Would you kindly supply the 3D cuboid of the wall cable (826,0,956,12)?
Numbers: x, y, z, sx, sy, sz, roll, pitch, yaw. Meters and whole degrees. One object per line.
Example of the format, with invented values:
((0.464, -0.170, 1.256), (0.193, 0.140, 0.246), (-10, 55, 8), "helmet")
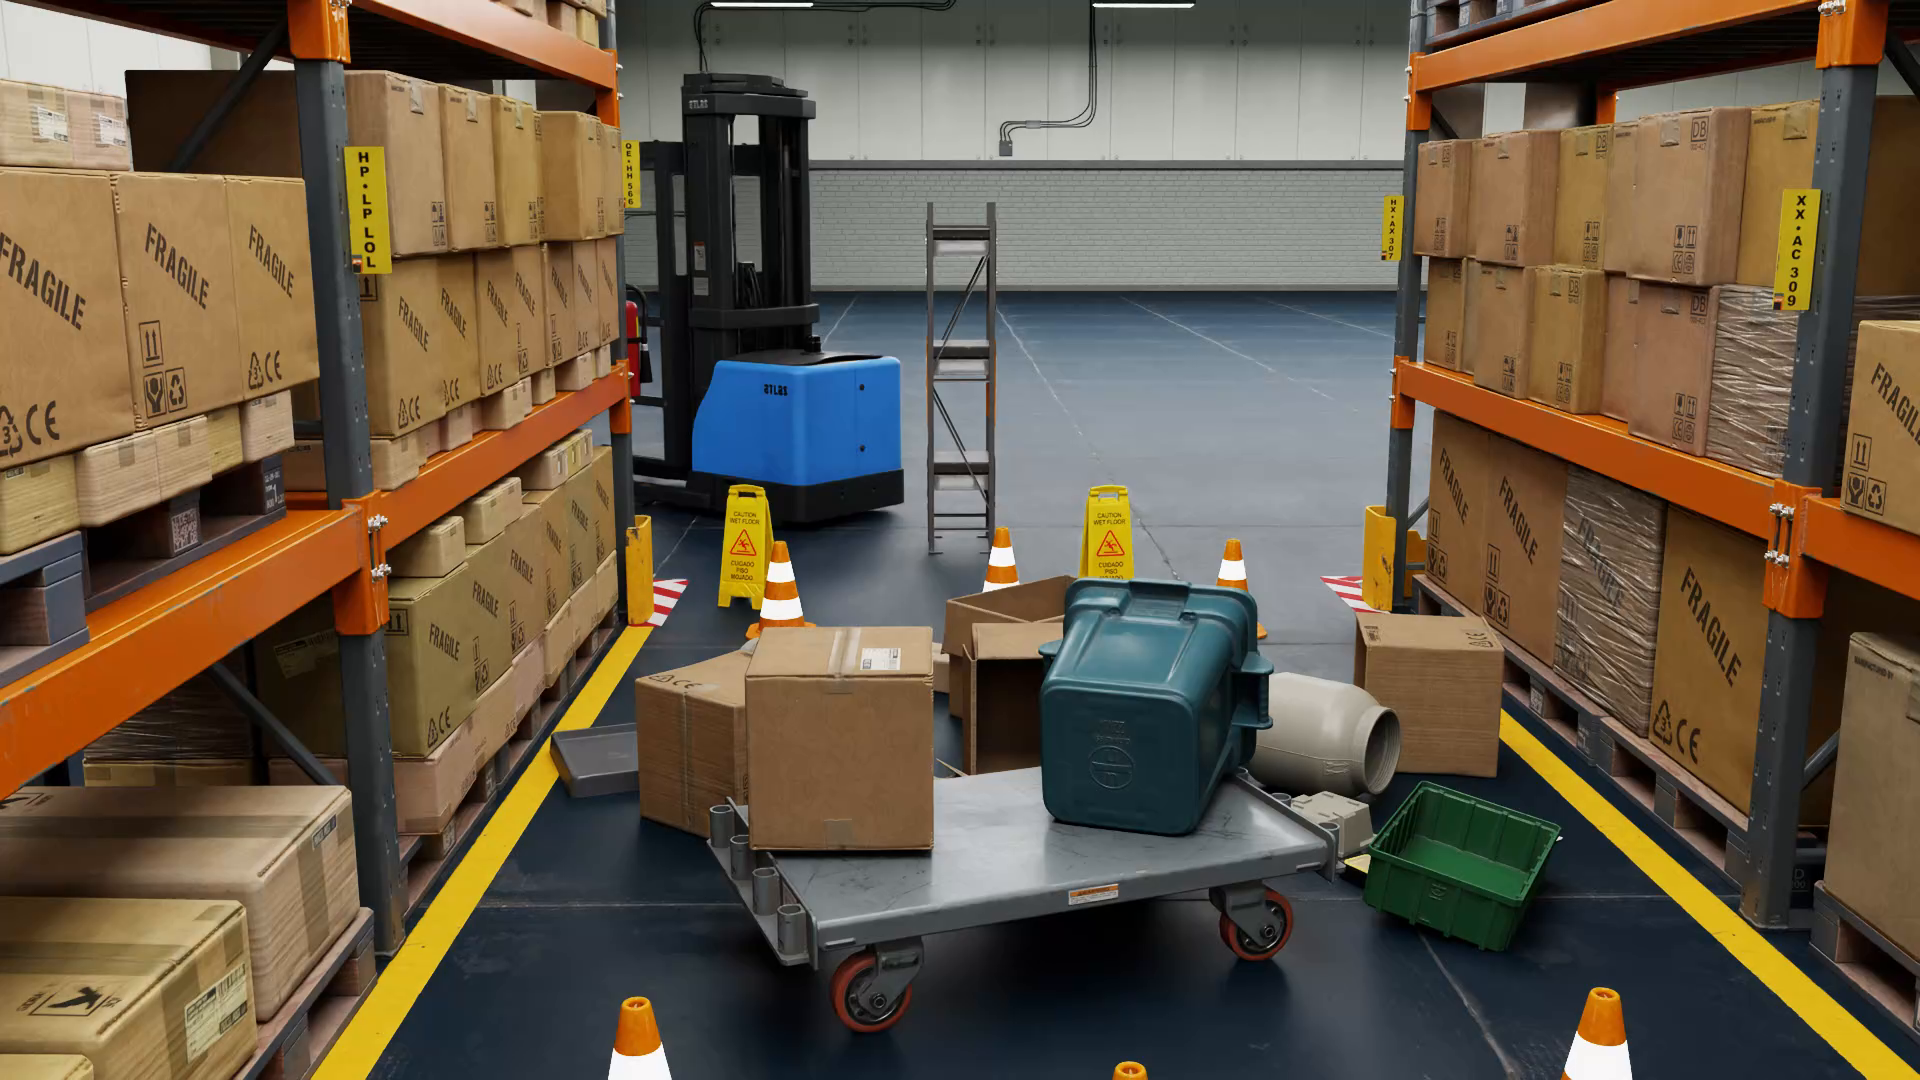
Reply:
((-1.597, -13.625, 38.754), (3.097, 2.526, 0.112), (0, 11, -1), "wall cable")

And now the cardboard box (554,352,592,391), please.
((-1.830, -0.739, 7.288), (0.380, 0.149, 0.250), (0, 11, 0), "cardboard box")

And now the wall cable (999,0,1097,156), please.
((2.096, -12.121, 39.120), (2.305, 6.003, 0.169), (0, 11, -1), "wall cable")

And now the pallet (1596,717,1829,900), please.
((2.905, 0.882, 5.679), (1.003, 0.211, 1.213), (0, 11, -1), "pallet")

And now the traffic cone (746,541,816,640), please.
((-0.889, 0.236, 8.232), (0.336, 0.463, 0.334), (0, 11, -1), "traffic cone")

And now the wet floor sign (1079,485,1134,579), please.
((0.779, 0.028, 8.796), (0.267, 0.644, 0.232), (-2, 12, -11), "wet floor sign")

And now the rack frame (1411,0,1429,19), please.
((2.759, -4.068, 7.978), (1.000, 3.000, 0.127), (0, 11, -1), "rack frame")

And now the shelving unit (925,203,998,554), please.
((0.003, -0.996, 10.188), (0.431, 2.100, 0.503), (0, 11, -1), "shelving unit")

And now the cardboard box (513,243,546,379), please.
((-1.897, -0.876, 6.331), (0.500, 0.500, 0.500), (0, 11, 0), "cardboard box")

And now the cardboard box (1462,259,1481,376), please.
((2.846, -1.019, 7.658), (0.875, 0.550, 0.550), (0, 11, -1), "cardboard box")

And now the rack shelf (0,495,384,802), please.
((-2.063, 0.458, 2.567), (1.077, 0.370, 4.000), (0, 11, -1), "rack shelf")

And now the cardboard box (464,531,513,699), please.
((-1.870, 0.257, 5.720), (0.500, 0.500, 0.500), (0, 11, 1), "cardboard box")

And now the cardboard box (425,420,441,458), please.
((-1.884, -0.336, 5.302), (0.380, 0.149, 0.250), (0, 11, -1), "cardboard box")

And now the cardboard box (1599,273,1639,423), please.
((2.895, -0.697, 6.071), (0.875, 0.550, 0.550), (0, 11, -1), "cardboard box")

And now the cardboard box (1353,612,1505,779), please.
((1.784, 0.587, 6.403), (0.500, 0.500, 0.500), (2, 12, 9), "cardboard box")

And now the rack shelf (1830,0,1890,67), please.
((2.883, -1.053, 2.468), (1.077, 0.370, 4.000), (0, 11, -1), "rack shelf")

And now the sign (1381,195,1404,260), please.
((2.204, -1.590, 8.475), (0.100, 0.325, 0.005), (0, 11, -1), "sign")

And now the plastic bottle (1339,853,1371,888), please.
((1.328, 1.059, 5.187), (0.133, 0.061, 0.283), (-7, 13, -30), "plastic bottle")

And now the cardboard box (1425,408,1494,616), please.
((2.840, -0.158, 8.080), (0.875, 0.875, 0.875), (0, 11, -1), "cardboard box")

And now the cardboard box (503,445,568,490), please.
((-1.830, -0.298, 6.825), (0.380, 0.149, 0.250), (0, 11, 1), "cardboard box")

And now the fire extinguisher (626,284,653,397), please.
((-1.729, -1.074, 8.504), (0.296, 0.674, 0.183), (0, 11, -1), "fire extinguisher")

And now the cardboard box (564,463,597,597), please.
((-1.896, -0.051, 7.241), (0.500, 0.500, 0.500), (0, 11, 1), "cardboard box")

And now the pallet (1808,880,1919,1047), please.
((2.933, 1.187, 4.177), (1.003, 0.211, 1.213), (0, 11, -1), "pallet")

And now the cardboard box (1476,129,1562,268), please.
((2.708, -1.436, 6.999), (0.875, 0.550, 0.550), (0, 11, -1), "cardboard box")

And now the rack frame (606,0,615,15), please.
((-2.187, -4.028, 7.778), (1.000, 3.000, 0.127), (0, 11, -1), "rack frame")

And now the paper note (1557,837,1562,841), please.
((1.923, 0.992, 5.590), (0.147, 0.020, 0.142), (-10, 15, -40), "paper note")

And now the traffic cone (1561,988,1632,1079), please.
((1.360, 1.183, 3.562), (0.336, 0.463, 0.334), (0, 11, -1), "traffic cone")

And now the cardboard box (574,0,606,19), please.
((-1.907, -2.529, 7.566), (0.500, 0.250, 0.500), (0, 11, -2), "cardboard box")

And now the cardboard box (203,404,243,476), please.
((-1.830, -0.221, 3.681), (0.380, 0.149, 0.250), (-1, 11, -3), "cardboard box")

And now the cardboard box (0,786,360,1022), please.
((-2.091, 0.894, 4.161), (0.950, 0.372, 0.625), (0, 11, 0), "cardboard box")

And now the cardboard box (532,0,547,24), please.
((-1.900, -2.162, 6.761), (0.380, 0.149, 0.250), (0, 11, -2), "cardboard box")

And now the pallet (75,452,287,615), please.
((-2.234, -0.046, 3.723), (1.003, 0.211, 1.213), (0, 11, -1), "pallet")

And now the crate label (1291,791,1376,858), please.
((1.226, 0.944, 5.562), (0.298, 0.136, 0.250), (-10, 15, -40), "crate label")

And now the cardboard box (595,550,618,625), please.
((-1.901, 0.219, 7.796), (0.500, 0.250, 0.500), (0, 11, -1), "cardboard box")

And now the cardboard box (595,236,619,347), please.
((-1.901, -1.175, 7.809), (0.500, 0.500, 0.500), (0, 11, -2), "cardboard box")

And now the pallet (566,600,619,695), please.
((-2.204, 0.456, 7.781), (1.003, 0.211, 1.213), (0, 11, -1), "pallet")

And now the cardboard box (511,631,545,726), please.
((-1.883, 0.520, 6.313), (0.500, 0.250, 0.500), (0, 11, -2), "cardboard box")

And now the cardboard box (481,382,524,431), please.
((-1.808, -0.487, 6.049), (0.380, 0.149, 0.250), (0, 11, -1), "cardboard box")

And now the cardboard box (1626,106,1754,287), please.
((2.741, -1.118, 5.431), (0.875, 0.550, 0.550), (0, 11, -1), "cardboard box")

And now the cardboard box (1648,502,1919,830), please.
((2.899, 0.377, 5.442), (0.875, 0.875, 0.875), (0, 11, 0), "cardboard box")

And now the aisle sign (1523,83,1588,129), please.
((3.058, -2.417, 8.391), (0.394, 0.787, 0.004), (0, 11, -1), "aisle sign")

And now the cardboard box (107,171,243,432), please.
((-1.854, -0.503, 3.440), (0.500, 0.500, 0.500), (0, 11, -1), "cardboard box")

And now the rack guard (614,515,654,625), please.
((-2.186, 0.153, 8.549), (1.175, 0.500, 0.348), (0, 11, -1), "rack guard")

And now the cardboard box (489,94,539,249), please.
((-1.869, -1.267, 5.745), (0.700, 0.500, 0.500), (0, 11, -2), "cardboard box")

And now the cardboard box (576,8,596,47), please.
((-1.863, -2.315, 7.514), (0.380, 0.149, 0.250), (0, 11, -1), "cardboard box")

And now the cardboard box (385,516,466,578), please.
((-1.790, 0.021, 5.255), (0.380, 0.149, 0.250), (0, 11, 0), "cardboard box")

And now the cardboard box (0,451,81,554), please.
((-1.811, -0.071, 2.940), (0.380, 0.149, 0.250), (0, 11, -1), "cardboard box")

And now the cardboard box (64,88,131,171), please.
((-1.842, -0.783, 3.187), (0.380, 0.149, 0.250), (-1, 11, -3), "cardboard box")

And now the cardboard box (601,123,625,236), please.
((-1.959, -1.672, 7.740), (0.700, 0.500, 0.500), (-1, 11, -3), "cardboard box")

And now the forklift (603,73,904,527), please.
((-1.844, -1.741, 11.768), (3.031, 2.935, 1.130), (9, 15, 39), "forklift")

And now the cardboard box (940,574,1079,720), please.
((0.380, 0.475, 6.953), (0.797, 0.503, 0.637), (-10, 15, -40), "cardboard box")

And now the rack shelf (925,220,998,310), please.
((0.003, -1.669, 10.052), (0.431, 0.518, 0.480), (0, 11, -1), "rack shelf")

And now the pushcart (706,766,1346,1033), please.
((0.174, 0.974, 4.811), (1.648, 0.377, 0.936), (-4, 12, -21), "pushcart")

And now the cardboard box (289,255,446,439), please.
((-1.835, -0.576, 4.853), (0.500, 0.500, 0.500), (0, 11, -1), "cardboard box")
